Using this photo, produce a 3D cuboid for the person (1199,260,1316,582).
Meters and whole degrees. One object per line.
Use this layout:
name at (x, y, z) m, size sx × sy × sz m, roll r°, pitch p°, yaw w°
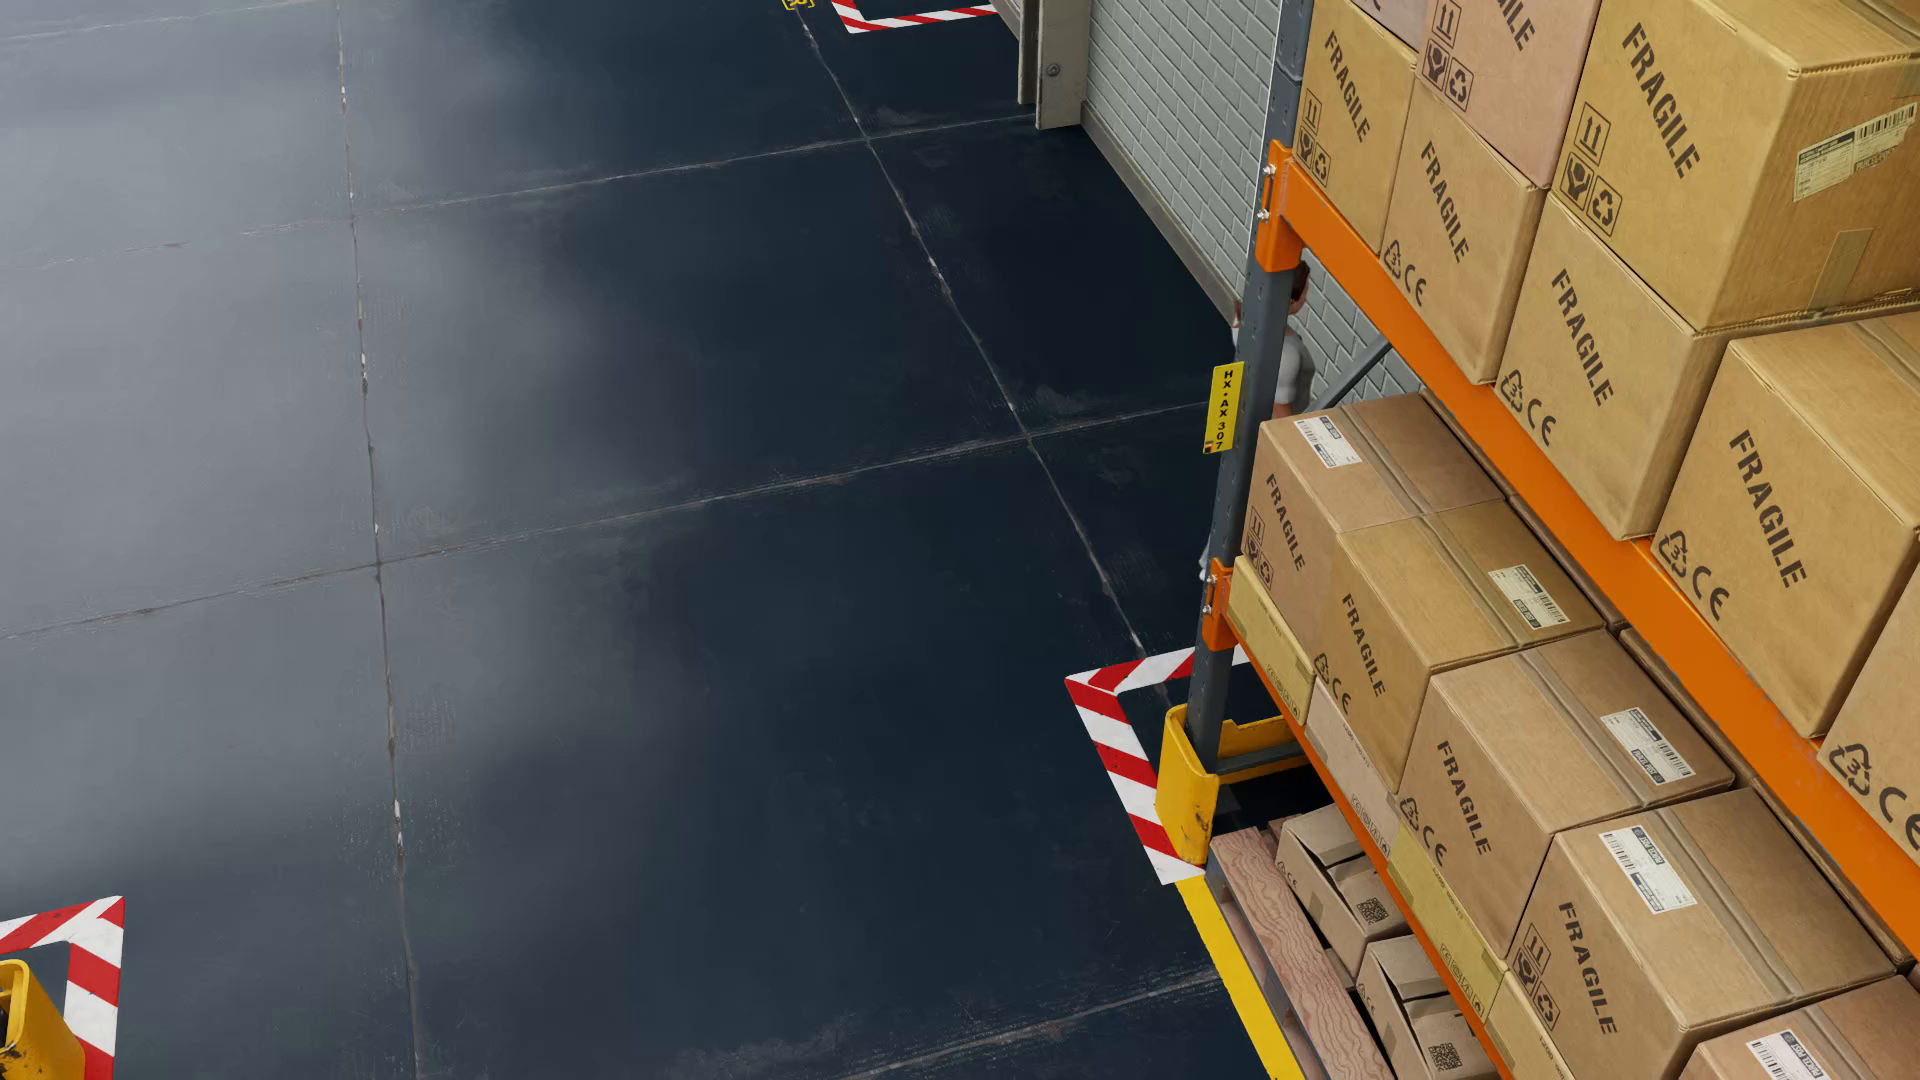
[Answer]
person at (1.184, -0.409, 6.614) m, size 0.362 × 1.672 × 0.438 m, roll -11°, pitch 44°, yaw -12°
